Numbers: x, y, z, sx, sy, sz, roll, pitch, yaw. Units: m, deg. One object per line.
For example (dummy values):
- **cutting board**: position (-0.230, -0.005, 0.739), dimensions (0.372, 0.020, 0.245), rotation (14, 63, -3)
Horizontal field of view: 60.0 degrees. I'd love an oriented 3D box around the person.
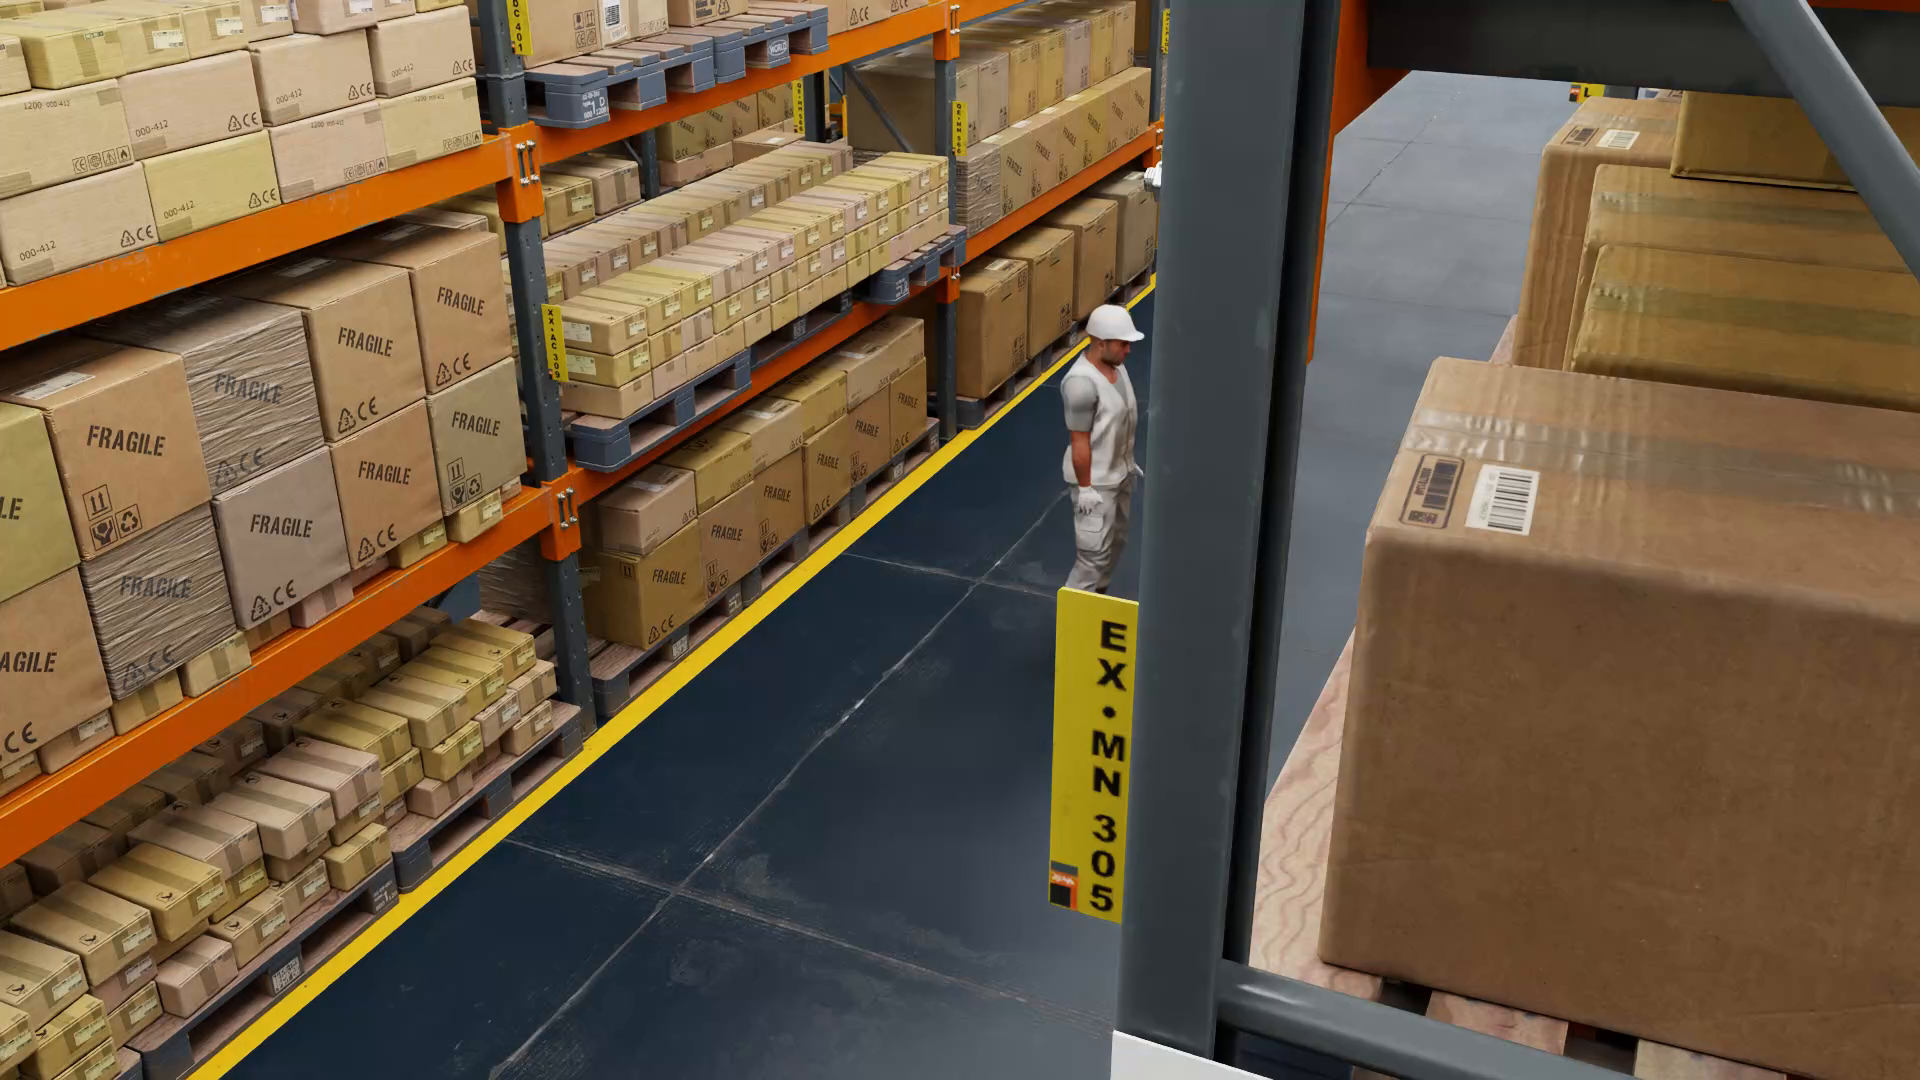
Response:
- **person**: position (0.698, -0.304, 8.222), dimensions (0.351, 1.777, 0.528), rotation (12, 28, 23)
